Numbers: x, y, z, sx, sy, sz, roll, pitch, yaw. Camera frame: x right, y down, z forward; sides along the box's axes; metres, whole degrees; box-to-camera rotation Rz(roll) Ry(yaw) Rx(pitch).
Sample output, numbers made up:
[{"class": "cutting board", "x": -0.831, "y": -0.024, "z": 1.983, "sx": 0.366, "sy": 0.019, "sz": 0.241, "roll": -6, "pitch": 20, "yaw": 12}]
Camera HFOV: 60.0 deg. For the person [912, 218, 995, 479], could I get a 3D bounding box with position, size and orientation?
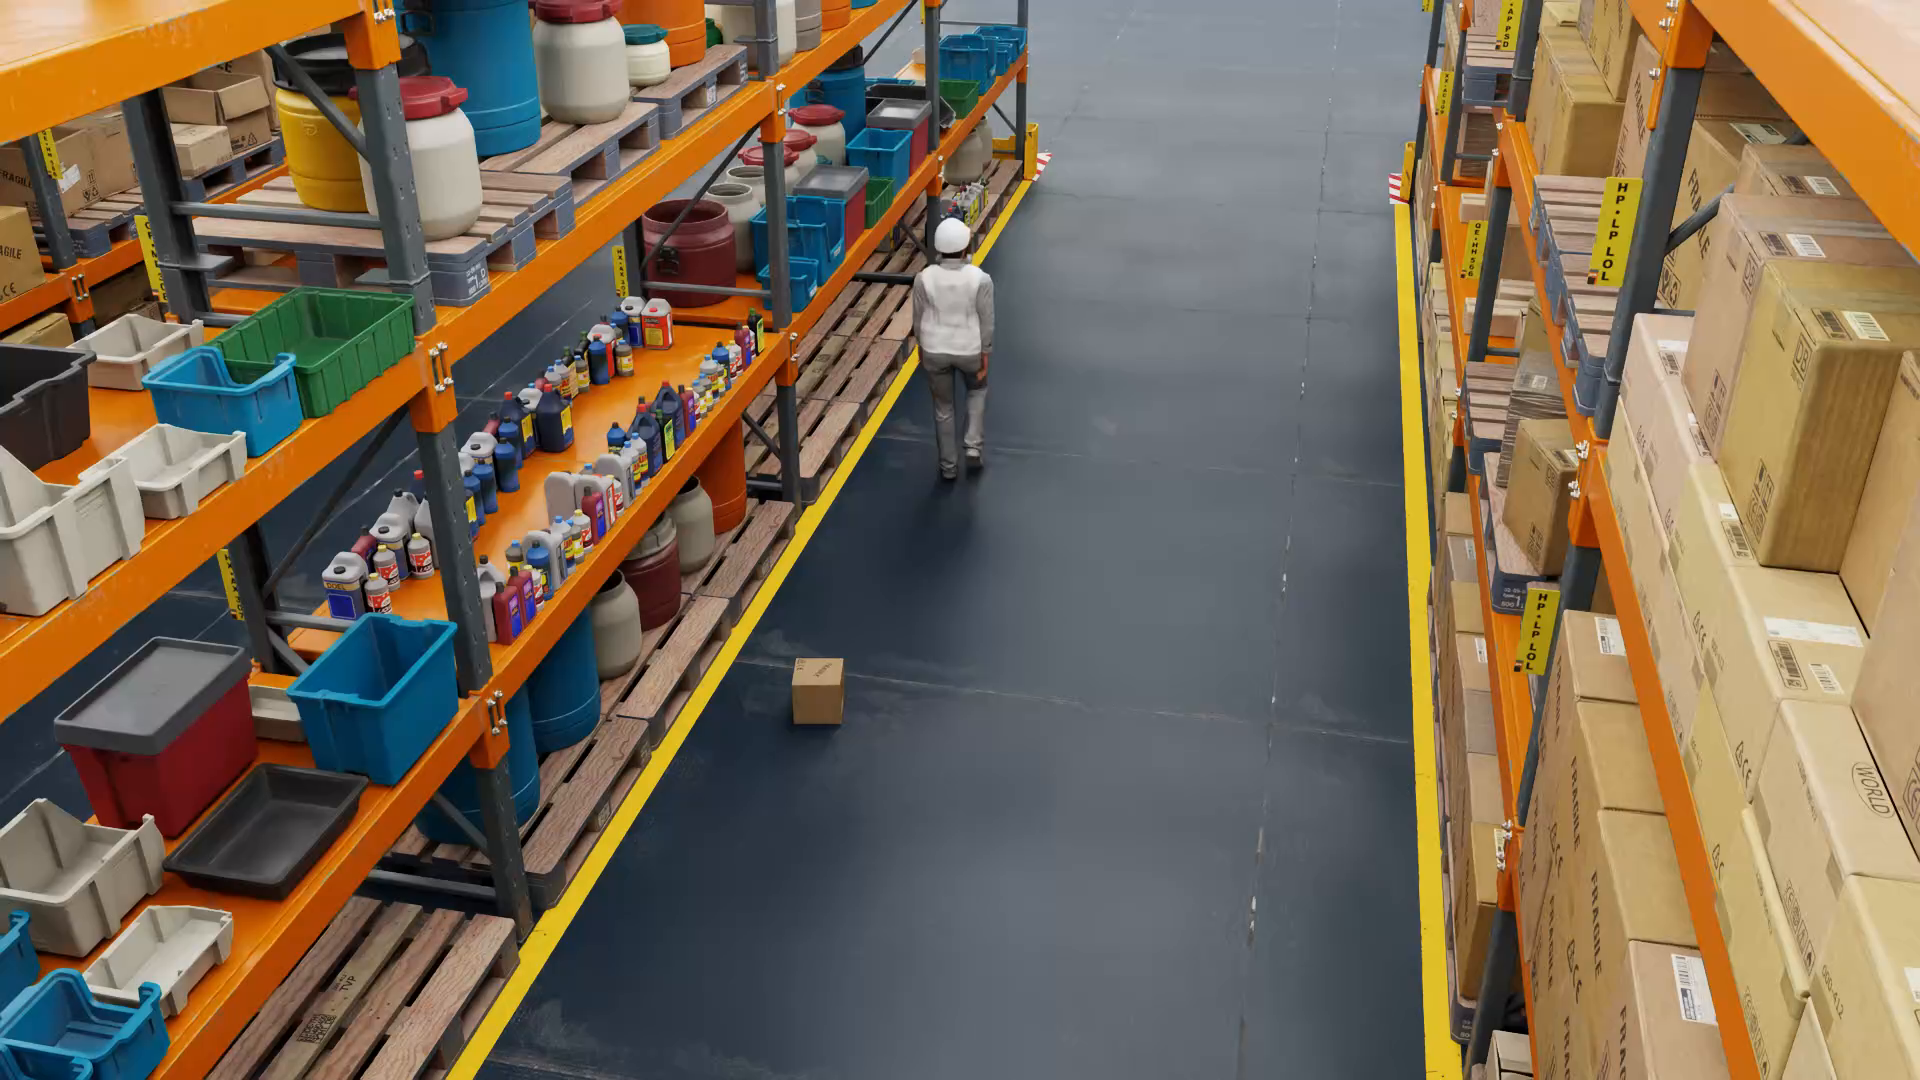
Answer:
[{"class": "person", "x": -0.043, "y": -1.260, "z": 10.895, "sx": 0.535, "sy": 1.805, "sz": 0.472, "roll": 0, "pitch": 29, "yaw": 0}]
